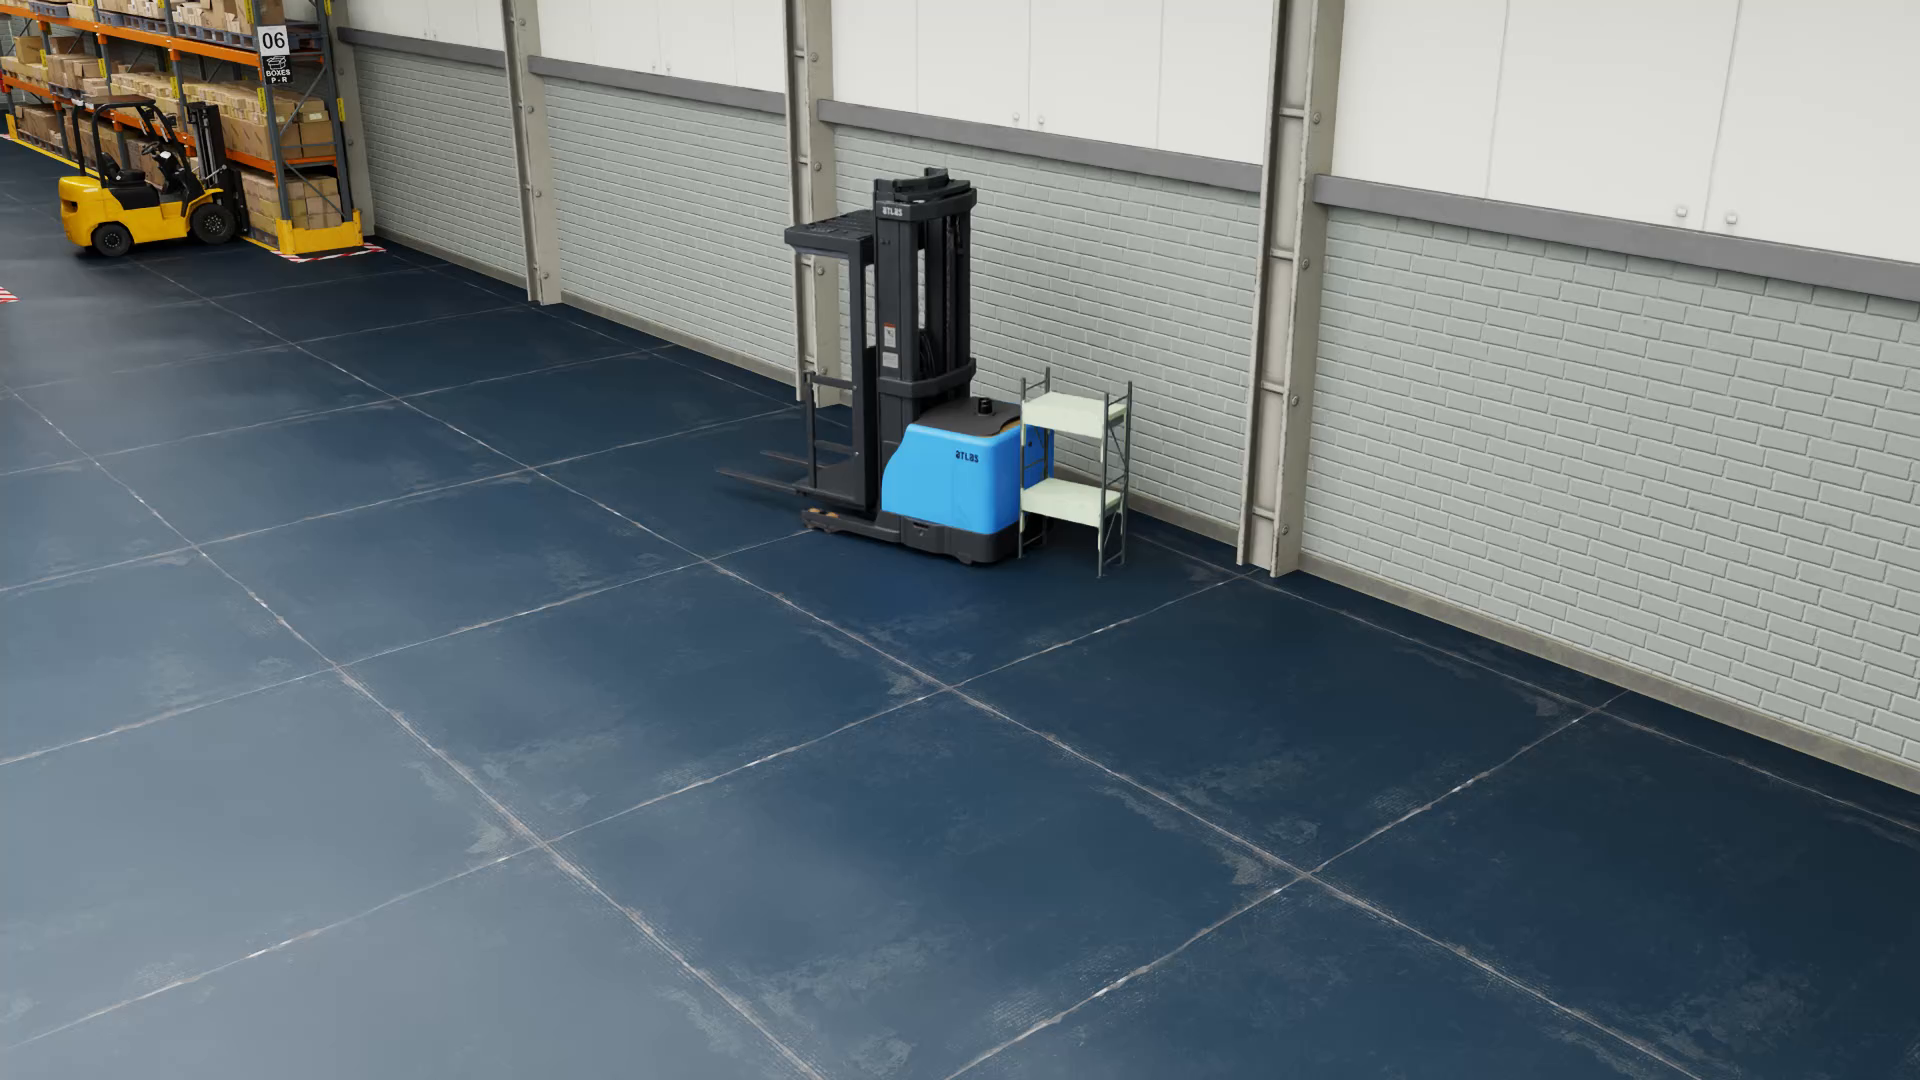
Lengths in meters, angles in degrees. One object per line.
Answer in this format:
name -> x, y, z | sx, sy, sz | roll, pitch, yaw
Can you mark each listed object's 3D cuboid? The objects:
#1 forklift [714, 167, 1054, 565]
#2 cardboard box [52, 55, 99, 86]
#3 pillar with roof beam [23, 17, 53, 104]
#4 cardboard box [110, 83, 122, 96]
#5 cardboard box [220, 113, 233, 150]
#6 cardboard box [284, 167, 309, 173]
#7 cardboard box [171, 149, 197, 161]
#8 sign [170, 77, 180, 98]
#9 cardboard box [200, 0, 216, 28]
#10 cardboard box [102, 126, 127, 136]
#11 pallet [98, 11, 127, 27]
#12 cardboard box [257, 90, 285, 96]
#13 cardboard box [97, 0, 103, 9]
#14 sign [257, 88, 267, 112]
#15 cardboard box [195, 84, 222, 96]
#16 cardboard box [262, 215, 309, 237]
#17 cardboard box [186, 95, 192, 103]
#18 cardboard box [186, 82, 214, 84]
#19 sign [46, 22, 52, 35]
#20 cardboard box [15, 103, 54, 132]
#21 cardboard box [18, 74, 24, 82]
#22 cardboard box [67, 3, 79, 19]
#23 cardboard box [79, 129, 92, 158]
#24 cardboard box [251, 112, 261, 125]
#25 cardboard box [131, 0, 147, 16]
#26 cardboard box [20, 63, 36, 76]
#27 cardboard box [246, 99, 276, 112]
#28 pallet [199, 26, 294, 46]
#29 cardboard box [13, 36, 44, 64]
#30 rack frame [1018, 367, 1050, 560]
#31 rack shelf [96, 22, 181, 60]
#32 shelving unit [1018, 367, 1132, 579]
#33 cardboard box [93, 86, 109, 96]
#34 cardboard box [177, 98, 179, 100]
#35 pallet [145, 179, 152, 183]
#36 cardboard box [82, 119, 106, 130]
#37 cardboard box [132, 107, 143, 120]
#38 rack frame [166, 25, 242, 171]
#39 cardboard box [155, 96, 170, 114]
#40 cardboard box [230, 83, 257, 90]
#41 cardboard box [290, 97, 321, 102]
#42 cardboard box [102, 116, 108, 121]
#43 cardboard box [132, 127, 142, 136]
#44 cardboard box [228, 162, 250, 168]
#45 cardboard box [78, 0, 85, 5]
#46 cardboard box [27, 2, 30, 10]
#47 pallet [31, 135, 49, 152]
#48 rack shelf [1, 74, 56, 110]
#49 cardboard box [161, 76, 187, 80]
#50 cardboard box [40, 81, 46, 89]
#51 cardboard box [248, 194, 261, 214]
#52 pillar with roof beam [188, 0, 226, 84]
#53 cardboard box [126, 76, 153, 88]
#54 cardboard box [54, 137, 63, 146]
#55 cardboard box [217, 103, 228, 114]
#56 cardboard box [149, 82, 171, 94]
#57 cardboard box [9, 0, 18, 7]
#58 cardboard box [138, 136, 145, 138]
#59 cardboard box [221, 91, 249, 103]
forklift -> -0.729, -1.567, 13.691 | 3.031, 2.935, 1.130 | 14, 25, 31
cardboard box -> -16.884, -8.987, 31.829 | 0.700, 0.500, 0.500 | -17, 27, -37
pillar with roof beam -> -24.318, -12.908, 34.327 | 9.100, 9.000, 0.400 | -17, 27, -37
cardboard box -> -14.672, -7.946, 29.404 | 0.500, 0.250, 0.500 | -17, 27, -37
cardboard box -> -11.058, -6.303, 25.552 | 0.500, 0.500, 0.500 | -17, 27, -37
cardboard box -> -10.353, -5.596, 25.708 | 0.500, 0.250, 0.500 | -18, 27, -38
cardboard box -> -12.996, -6.312, 28.393 | 0.875, 0.625, 0.625 | -18, 28, -38
sign -> -12.551, -7.235, 26.590 | 0.100, 0.325, 0.005 | -17, 27, -37
cardboard box -> -10.954, -7.988, 25.024 | 0.797, 0.503, 0.637 | -16, 27, -36
cardboard box -> -15.749, -7.615, 31.000 | 0.380, 0.149, 0.250 | -16, 27, -36
pallet -> -14.246, -9.112, 29.008 | 1.213, 0.211, 1.003 | -16, 26, -35
cardboard box -> -10.581, -6.824, 25.586 | 0.380, 0.149, 0.250 | -17, 27, -37
cardboard box -> -14.760, -9.331, 28.915 | 0.380, 0.166, 0.250 | -18, 27, -38
sign -> -9.955, -6.283, 23.727 | 0.100, 0.325, 0.005 | -17, 27, -37
cardboard box -> -11.910, -7.146, 26.408 | 0.380, 0.149, 0.250 | -17, 27, -37
cardboard box -> -10.081, -4.729, 24.866 | 0.500, 0.250, 0.500 | -17, 27, -37
cardboard box -> -12.137, -7.062, 26.602 | 0.380, 0.149, 0.250 | -18, 28, -38
cardboard box -> -12.837, -7.658, 28.121 | 0.380, 0.149, 0.250 | -17, 27, -37
sign -> -19.546, -10.993, 35.642 | 0.100, 0.325, 0.005 | -17, 27, -37
cardboard box -> -19.652, -9.022, 35.478 | 0.797, 0.503, 0.637 | -19, 28, -39
cardboard box -> -19.169, -9.539, 34.296 | 0.380, 0.149, 0.250 | -18, 28, -39
cardboard box -> -15.932, -9.657, 30.347 | 0.500, 0.250, 0.500 | -17, 27, -37
cardboard box -> -16.545, -7.636, 31.943 | 0.500, 0.500, 0.500 | -18, 28, -39
cardboard box -> -10.163, -6.201, 24.402 | 0.380, 0.149, 0.250 | -17, 27, -37
cardboard box -> -13.304, -8.816, 27.402 | 0.500, 0.311, 0.500 | -19, 28, -39
cardboard box -> -18.875, -9.644, 34.018 | 0.500, 0.250, 0.500 | -18, 28, -39
cardboard box -> -10.304, -6.422, 24.559 | 0.380, 0.149, 0.250 | -17, 27, -36
pallet -> -10.778, -7.654, 25.146 | 1.003, 0.211, 1.213 | -17, 27, -37
cardboard box -> -18.908, -9.994, 33.883 | 0.500, 0.500, 0.500 | -17, 27, -36
rack frame -> 0.588, -0.604, 13.195 | 0.023, 1.500, 0.400 | 14, 25, 31
rack shelf -> -13.452, -8.479, 28.118 | 1.077, 0.370, 4.000 | -17, 27, -37
shelving unit -> 0.892, -0.530, 13.006 | 0.755, 1.500, 0.431 | 14, 25, 31
cardboard box -> -15.477, -8.138, 30.144 | 0.380, 0.149, 0.250 | -17, 27, -36
cardboard box -> -12.537, -7.255, 27.093 | 0.380, 0.149, 0.250 | -16, 27, -36
pallet -> -14.249, -6.435, 29.849 | 1.003, 0.211, 1.213 | -17, 27, -37
cardboard box -> -16.596, -7.969, 31.906 | 0.380, 0.149, 0.250 | -18, 27, -38
cardboard box -> -13.987, -7.438, 28.794 | 0.500, 0.250, 0.500 | -19, 28, -39
rack frame -> -12.146, -6.865, 27.123 | 1.000, 3.000, 0.127 | -17, 27, -37
cardboard box -> -13.002, -7.243, 27.609 | 0.500, 0.250, 0.500 | -18, 28, -39
cardboard box -> -11.394, -7.186, 26.510 | 0.380, 0.149, 0.250 | -18, 28, -38
cardboard box -> -9.719, -6.478, 24.703 | 0.380, 0.149, 0.250 | -16, 27, -36
cardboard box -> -16.569, -8.239, 32.594 | 0.380, 0.149, 0.250 | -17, 27, -37
cardboard box -> -15.238, -7.651, 31.094 | 0.380, 0.149, 0.250 | -17, 27, -37
cardboard box -> -11.408, -5.759, 26.123 | 0.500, 0.250, 0.500 | -16, 27, -36
cardboard box -> -15.673, -9.736, 30.001 | 0.380, 0.149, 0.250 | -17, 27, -37
cardboard box -> -17.984, -10.452, 32.514 | 0.380, 0.149, 0.250 | -18, 27, -38
pallet -> -18.616, -8.303, 34.621 | 1.003, 0.211, 1.213 | -17, 27, -37
rack shelf -> -18.674, -9.292, 34.308 | 1.077, 0.370, 4.000 | -17, 27, -37
cardboard box -> -13.689, -8.003, 29.003 | 0.380, 0.149, 0.250 | -18, 27, -38
cardboard box -> -18.142, -9.119, 33.223 | 0.380, 0.149, 0.250 | -17, 27, -36
cardboard box -> -10.409, -5.109, 25.149 | 0.500, 0.250, 0.500 | -18, 28, -38
pillar with roof beam -> -16.485, -9.593, 25.862 | 9.100, 9.000, 0.400 | -17, 27, -37
cardboard box -> -14.230, -7.953, 28.875 | 0.380, 0.149, 0.250 | -17, 27, -37
cardboard box -> -17.954, -8.027, 33.424 | 0.380, 0.149, 0.250 | -18, 28, -39
cardboard box -> -11.143, -6.630, 25.499 | 0.380, 0.149, 0.250 | -18, 28, -38
cardboard box -> -13.394, -7.601, 27.976 | 0.380, 0.149, 0.250 | -17, 27, -37
cardboard box -> -18.854, -10.802, 33.407 | 0.380, 0.149, 0.250 | -17, 27, -36
cardboard box -> -15.125, -7.325, 31.150 | 0.500, 0.500, 0.500 | -17, 27, -37
cardboard box -> -11.086, -6.791, 25.502 | 0.380, 0.149, 0.250 | -17, 27, -37
